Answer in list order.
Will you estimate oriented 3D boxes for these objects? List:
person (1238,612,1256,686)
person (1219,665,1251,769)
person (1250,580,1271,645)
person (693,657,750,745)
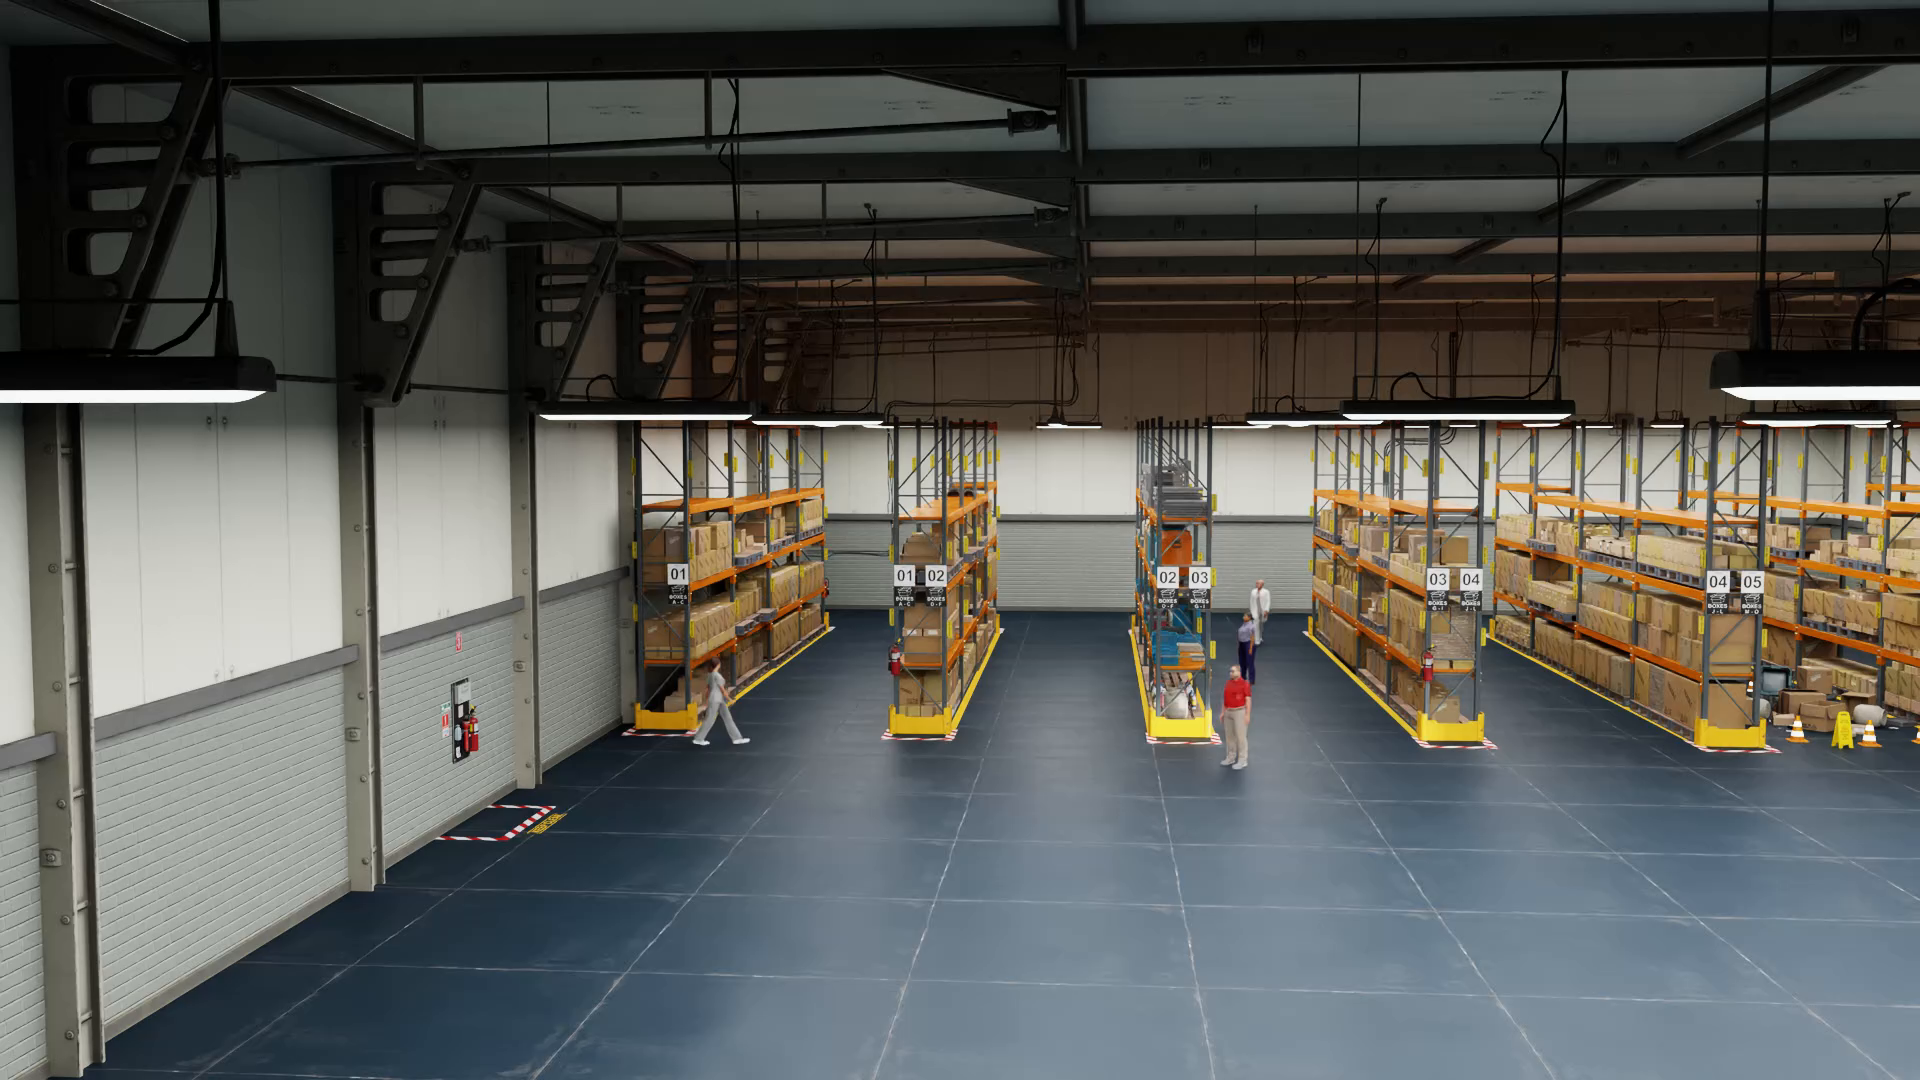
[{"bbox_3d":[6.478,2.449,37.563,0.361,1.644,0.510,-2,4,-24],"label":"person"},{"bbox_3d":[4.682,3.006,28.440,0.395,1.748,0.563,-3,5,-37],"label":"person"},{"bbox_3d":[8.044,1.928,44.569,0.526,1.722,1.117,0,4,3],"label":"person"},{"bbox_3d":[-4.349,2.920,30.146,1.013,1.611,0.410,0,4,4],"label":"person"}]
